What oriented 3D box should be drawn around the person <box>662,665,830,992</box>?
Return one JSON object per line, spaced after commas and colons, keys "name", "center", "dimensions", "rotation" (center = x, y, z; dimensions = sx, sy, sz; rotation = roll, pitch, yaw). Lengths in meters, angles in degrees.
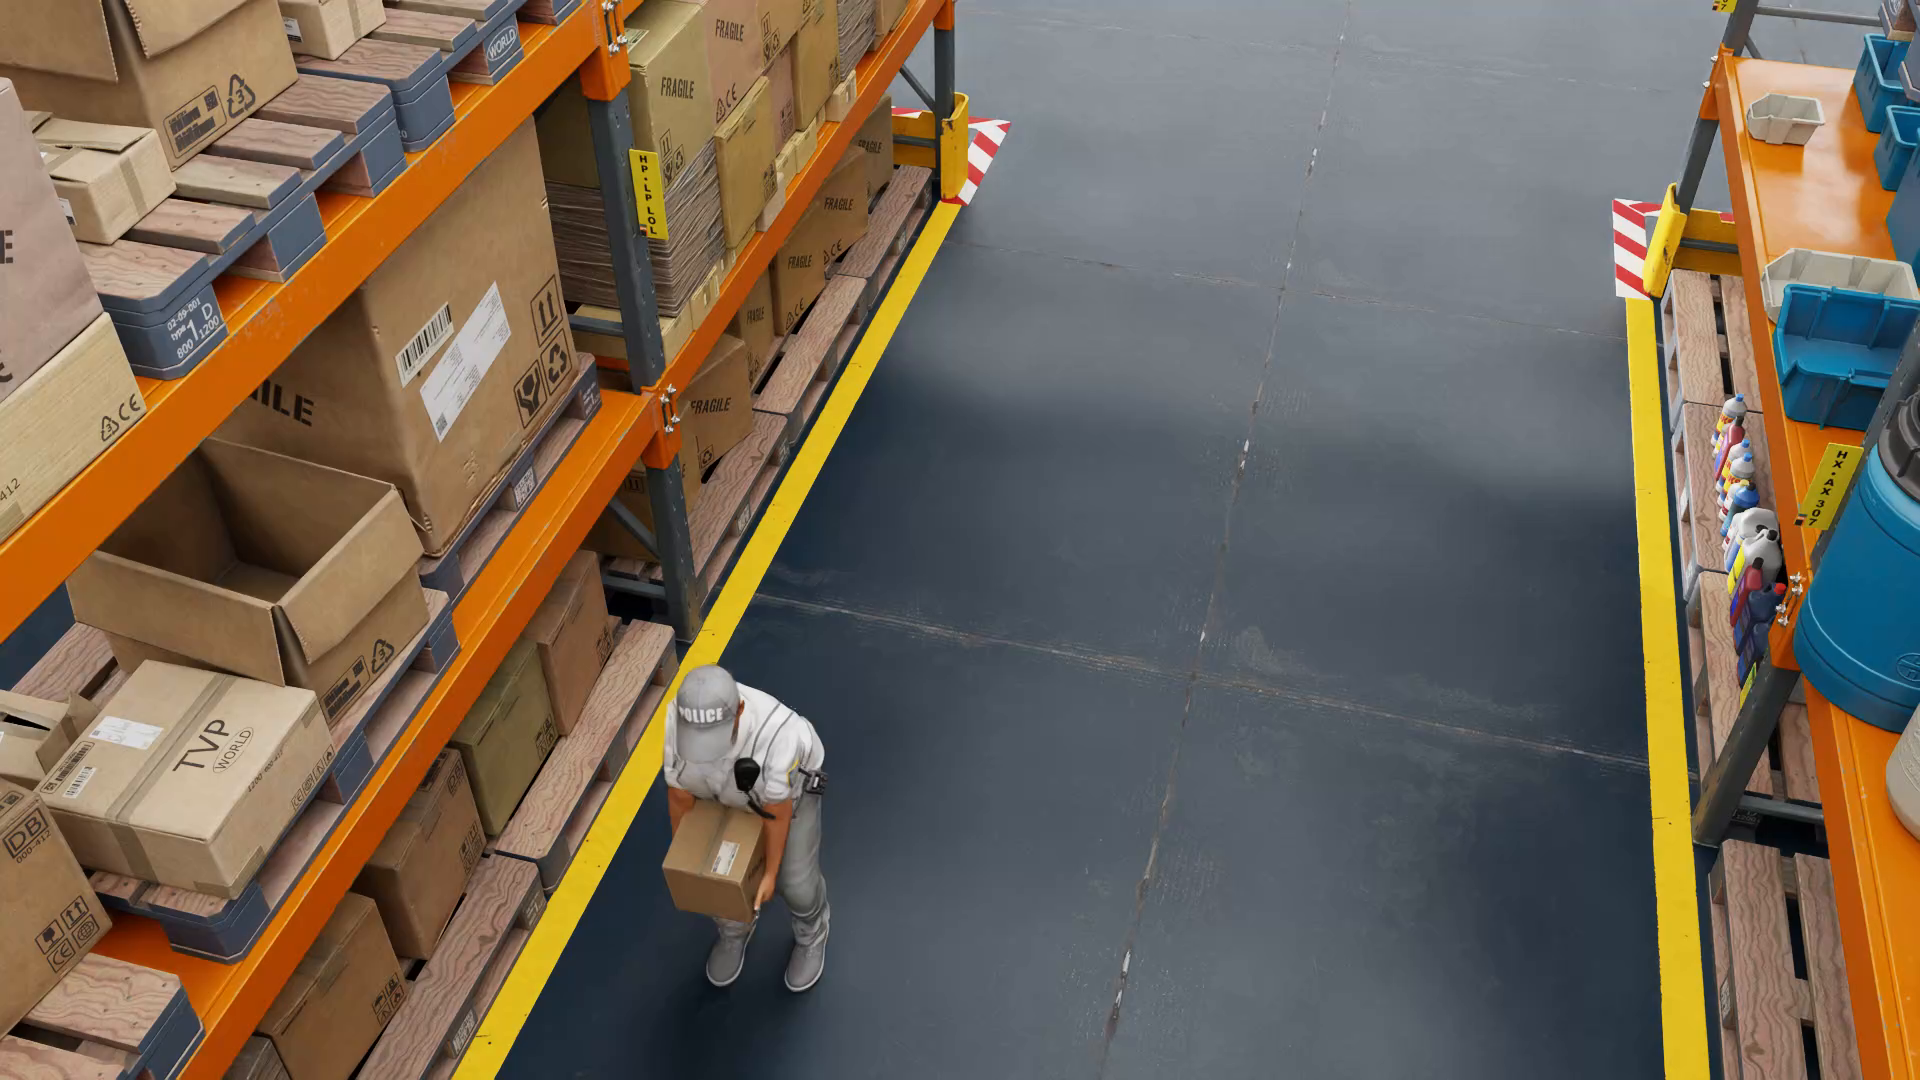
{"name": "person", "center": [-0.673, 0.877, 5.217], "dimensions": [0.452, 1.596, 0.648], "rotation": [9, 42, 10]}
